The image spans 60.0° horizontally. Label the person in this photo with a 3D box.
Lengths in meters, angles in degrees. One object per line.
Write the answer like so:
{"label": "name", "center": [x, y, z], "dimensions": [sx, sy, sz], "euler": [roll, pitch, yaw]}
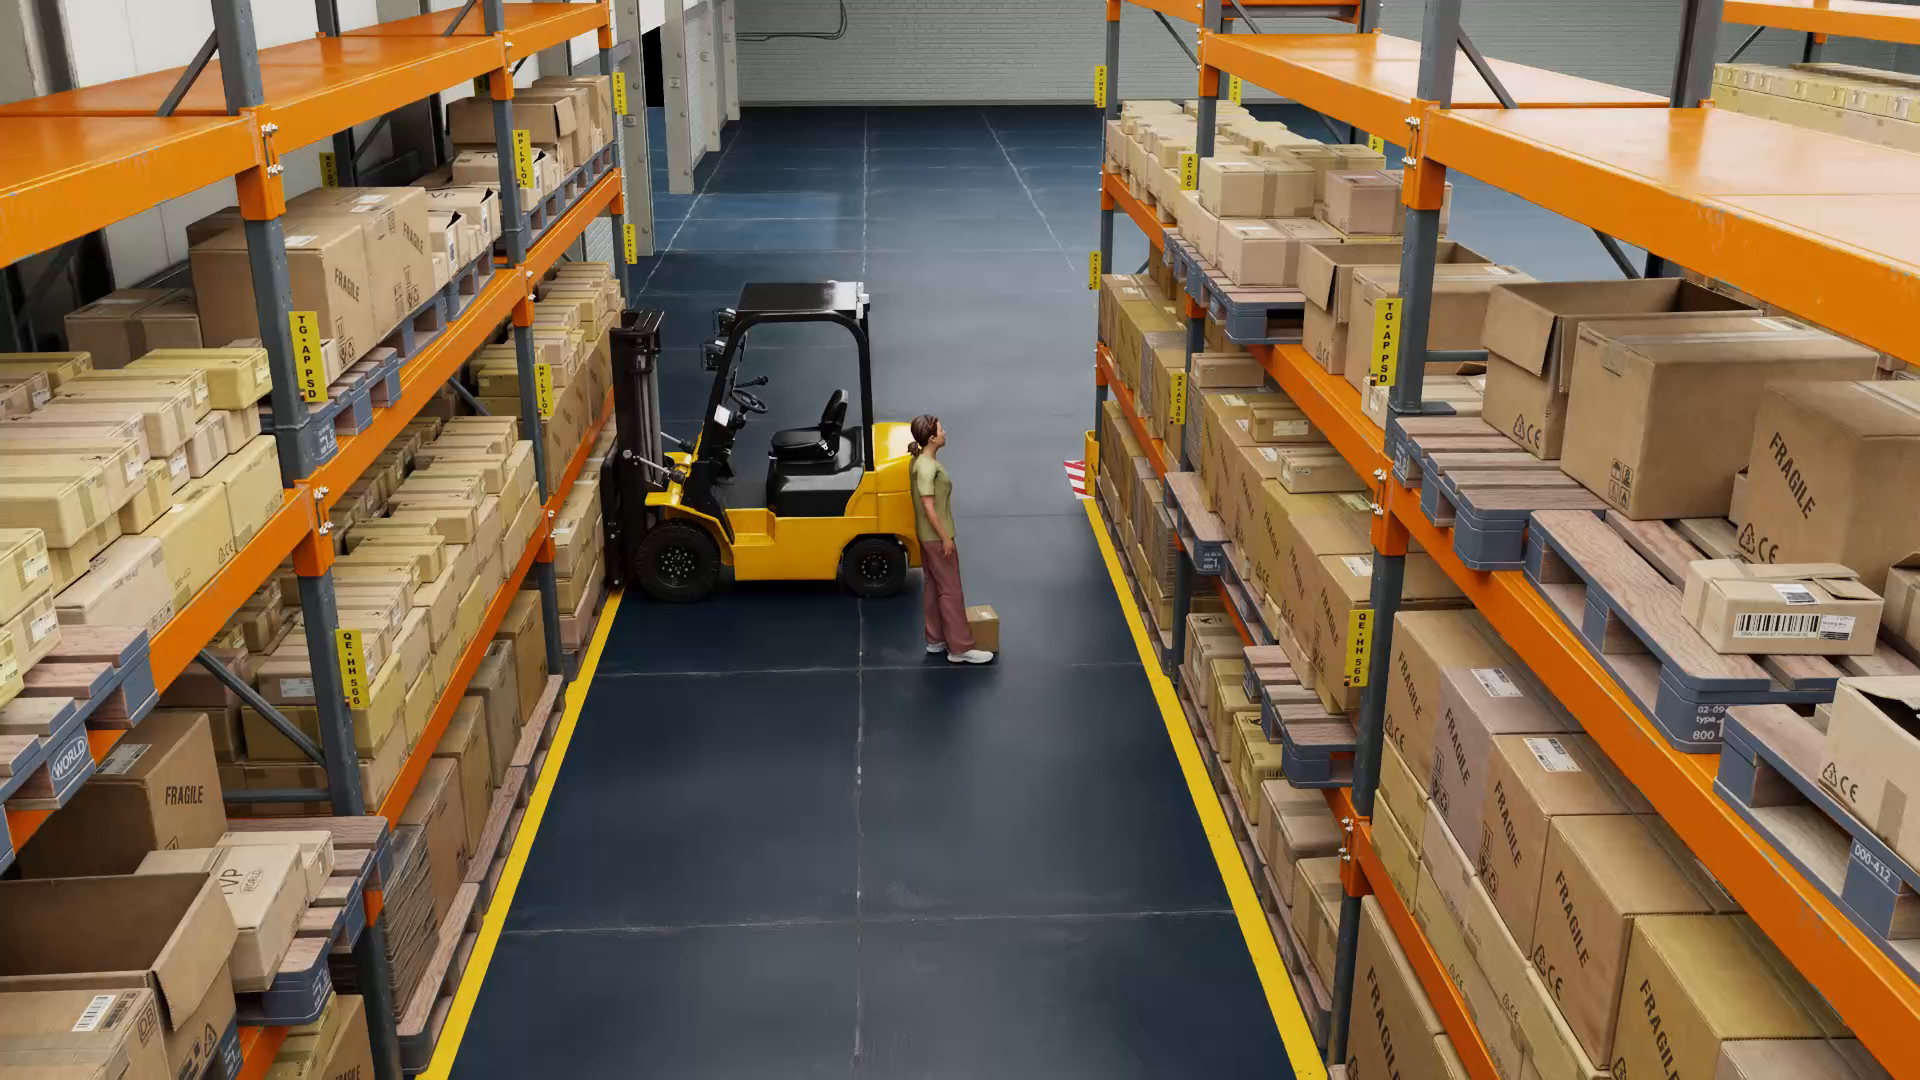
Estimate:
{"label": "person", "center": [-0.090, -0.029, 11.132], "dimensions": [0.549, 1.676, 0.554], "euler": [-4, 21, -10]}
